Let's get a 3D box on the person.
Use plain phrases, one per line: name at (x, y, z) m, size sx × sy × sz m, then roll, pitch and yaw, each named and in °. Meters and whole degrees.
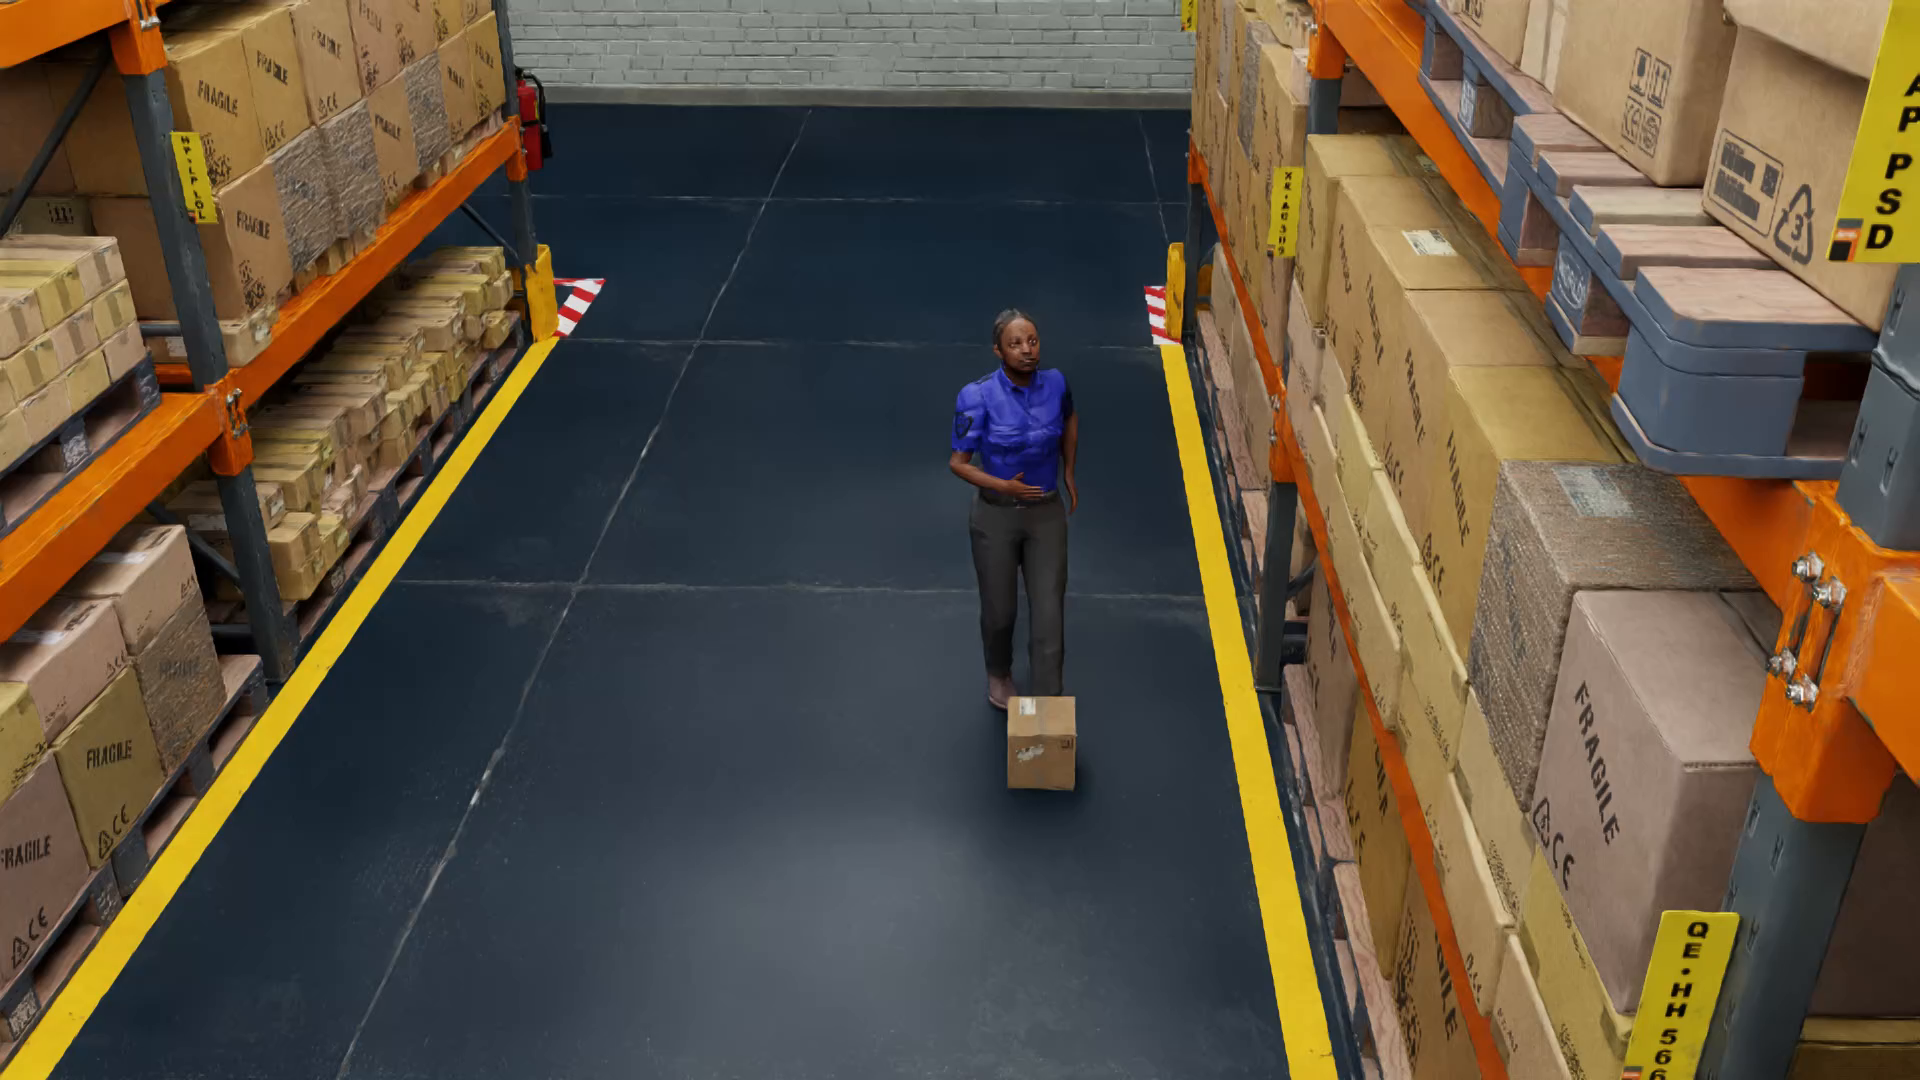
person at (0.236, -0.020, 6.218) m, size 0.541 × 1.680 × 0.687 m, roll -5°, pitch 29°, yaw -9°
